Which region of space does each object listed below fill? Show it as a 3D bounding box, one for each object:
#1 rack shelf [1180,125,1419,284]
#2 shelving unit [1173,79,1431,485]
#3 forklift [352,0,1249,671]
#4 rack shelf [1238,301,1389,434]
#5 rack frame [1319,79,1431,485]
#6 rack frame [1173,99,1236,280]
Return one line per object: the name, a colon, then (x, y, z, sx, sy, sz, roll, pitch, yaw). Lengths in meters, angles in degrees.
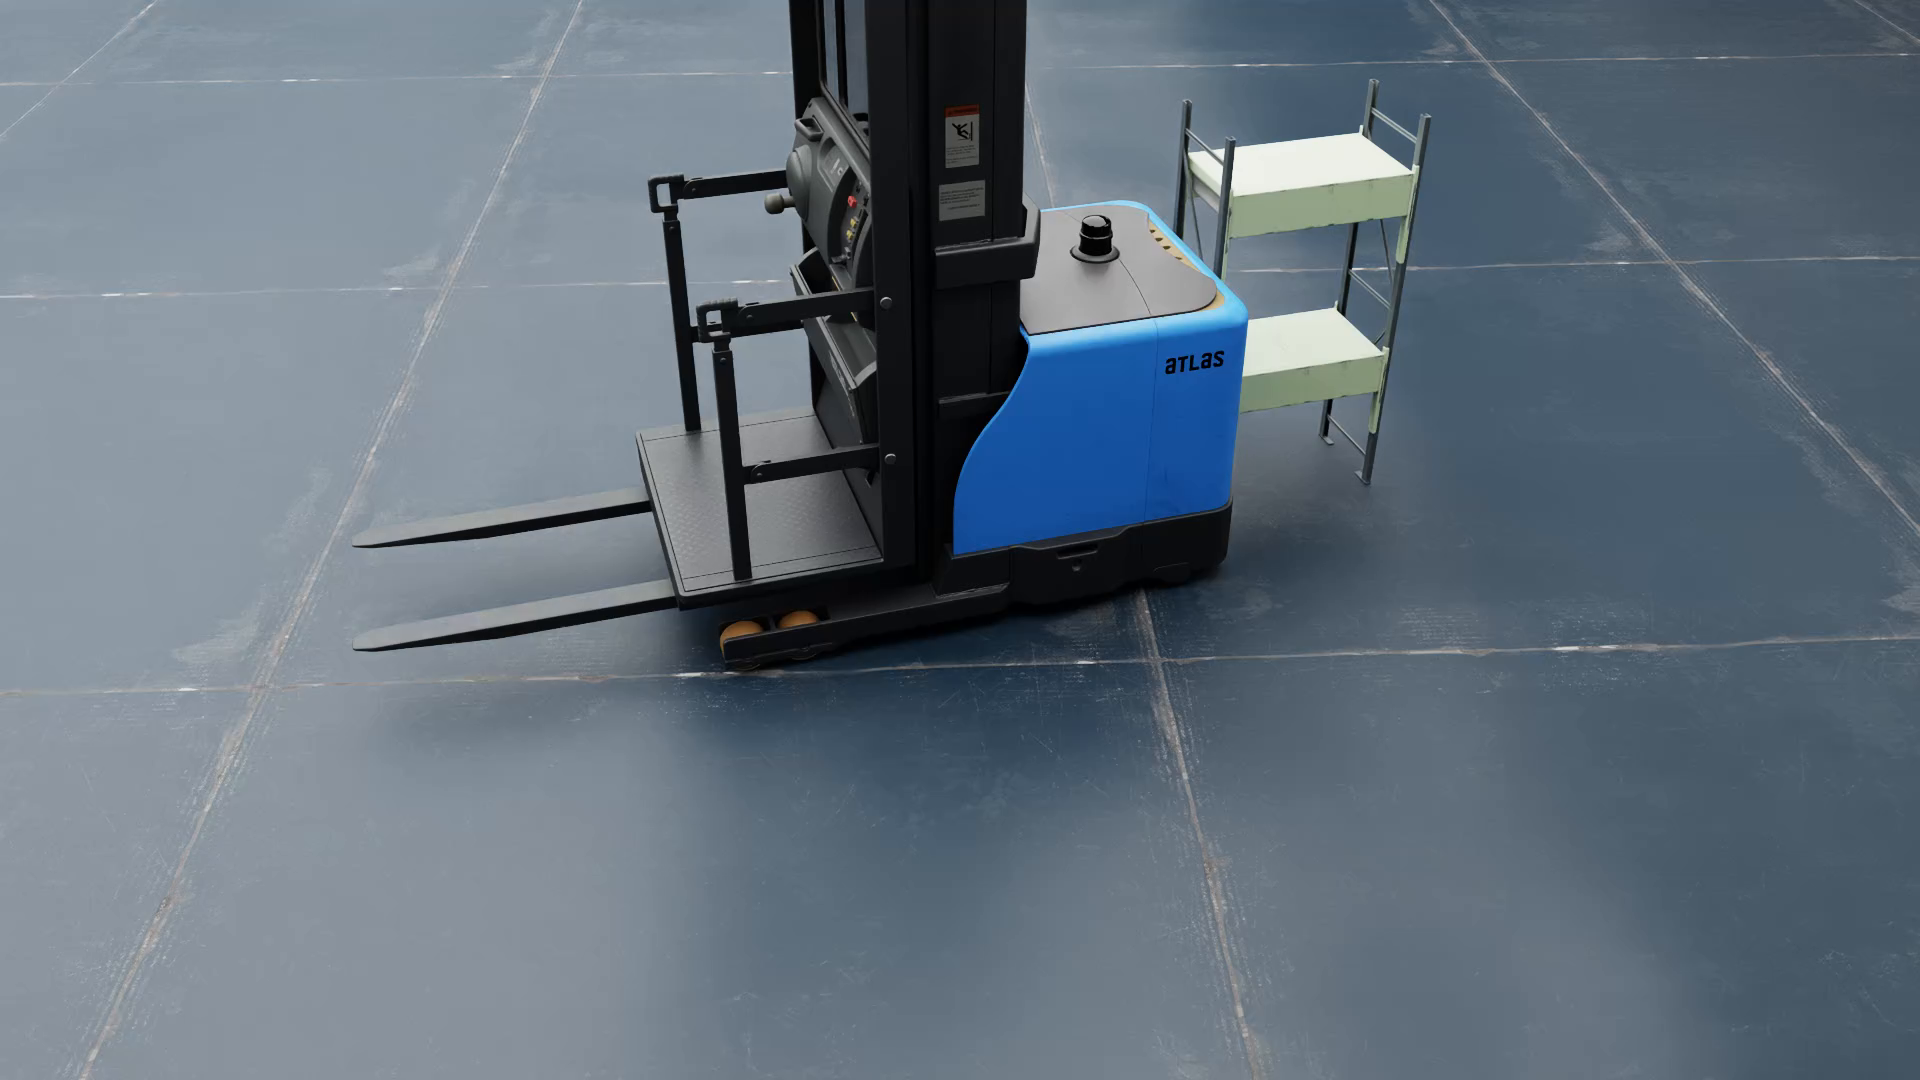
rack shelf: (1.202, -1.206, 5.988, 0.720, 0.370, 0.431, -10, 36, -14)
shelving unit: (1.202, -0.885, 6.211, 0.755, 1.500, 0.431, -10, 36, -14)
forklift: (-0.602, -1.101, 5.266, 3.031, 2.935, 1.130, -10, 36, -14)
rack shelf: (1.202, -0.617, 6.396, 0.720, 0.370, 0.431, -10, 36, -14)
rack frame: (1.552, -0.945, 6.298, 0.023, 1.500, 0.400, -10, 36, -14)
rack frame: (0.852, -0.824, 6.123, 0.023, 1.500, 0.400, -10, 36, -14)
